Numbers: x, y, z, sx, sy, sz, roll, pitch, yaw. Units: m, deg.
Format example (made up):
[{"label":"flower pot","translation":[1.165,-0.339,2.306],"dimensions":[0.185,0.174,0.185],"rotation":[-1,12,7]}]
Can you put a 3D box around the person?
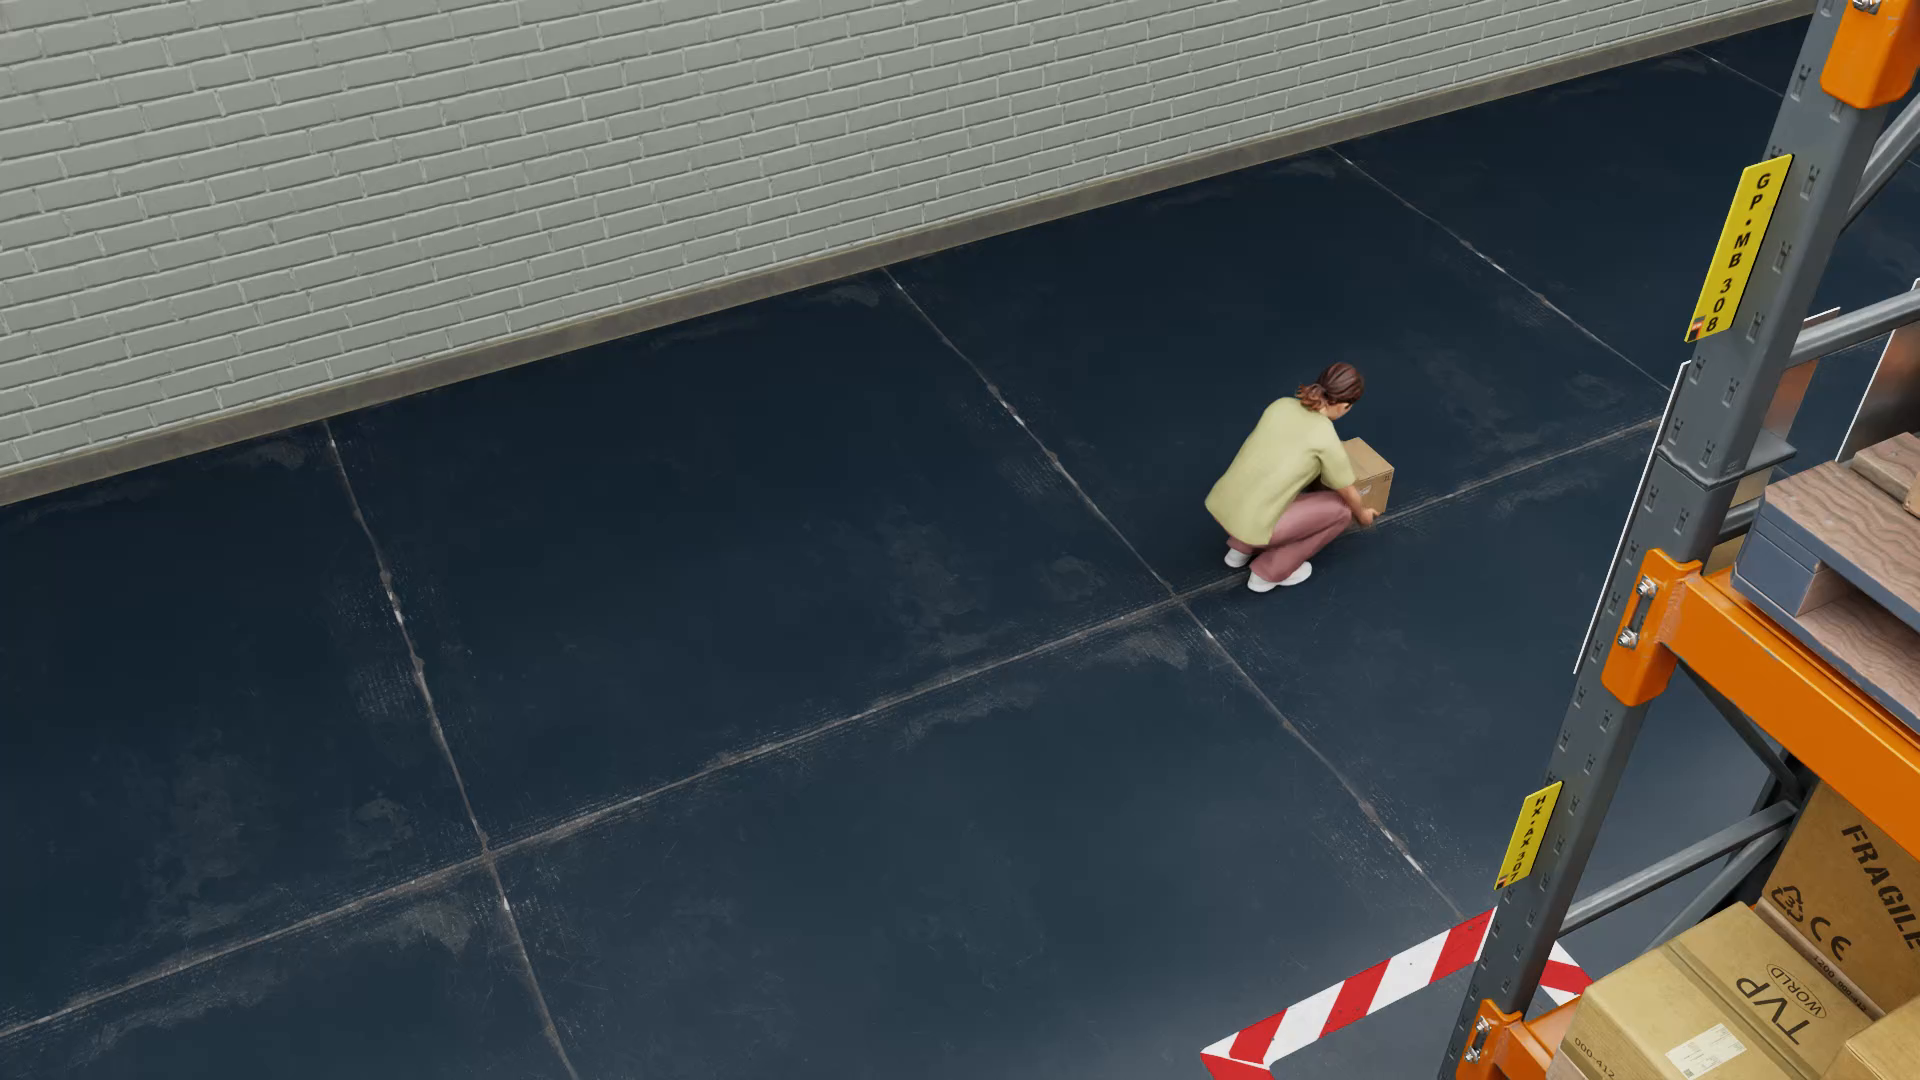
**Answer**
[{"label":"person","translation":[1.409,-0.266,7.022],"dimensions":[0.786,0.943,0.463],"rotation":[-19,45,-21]}]
